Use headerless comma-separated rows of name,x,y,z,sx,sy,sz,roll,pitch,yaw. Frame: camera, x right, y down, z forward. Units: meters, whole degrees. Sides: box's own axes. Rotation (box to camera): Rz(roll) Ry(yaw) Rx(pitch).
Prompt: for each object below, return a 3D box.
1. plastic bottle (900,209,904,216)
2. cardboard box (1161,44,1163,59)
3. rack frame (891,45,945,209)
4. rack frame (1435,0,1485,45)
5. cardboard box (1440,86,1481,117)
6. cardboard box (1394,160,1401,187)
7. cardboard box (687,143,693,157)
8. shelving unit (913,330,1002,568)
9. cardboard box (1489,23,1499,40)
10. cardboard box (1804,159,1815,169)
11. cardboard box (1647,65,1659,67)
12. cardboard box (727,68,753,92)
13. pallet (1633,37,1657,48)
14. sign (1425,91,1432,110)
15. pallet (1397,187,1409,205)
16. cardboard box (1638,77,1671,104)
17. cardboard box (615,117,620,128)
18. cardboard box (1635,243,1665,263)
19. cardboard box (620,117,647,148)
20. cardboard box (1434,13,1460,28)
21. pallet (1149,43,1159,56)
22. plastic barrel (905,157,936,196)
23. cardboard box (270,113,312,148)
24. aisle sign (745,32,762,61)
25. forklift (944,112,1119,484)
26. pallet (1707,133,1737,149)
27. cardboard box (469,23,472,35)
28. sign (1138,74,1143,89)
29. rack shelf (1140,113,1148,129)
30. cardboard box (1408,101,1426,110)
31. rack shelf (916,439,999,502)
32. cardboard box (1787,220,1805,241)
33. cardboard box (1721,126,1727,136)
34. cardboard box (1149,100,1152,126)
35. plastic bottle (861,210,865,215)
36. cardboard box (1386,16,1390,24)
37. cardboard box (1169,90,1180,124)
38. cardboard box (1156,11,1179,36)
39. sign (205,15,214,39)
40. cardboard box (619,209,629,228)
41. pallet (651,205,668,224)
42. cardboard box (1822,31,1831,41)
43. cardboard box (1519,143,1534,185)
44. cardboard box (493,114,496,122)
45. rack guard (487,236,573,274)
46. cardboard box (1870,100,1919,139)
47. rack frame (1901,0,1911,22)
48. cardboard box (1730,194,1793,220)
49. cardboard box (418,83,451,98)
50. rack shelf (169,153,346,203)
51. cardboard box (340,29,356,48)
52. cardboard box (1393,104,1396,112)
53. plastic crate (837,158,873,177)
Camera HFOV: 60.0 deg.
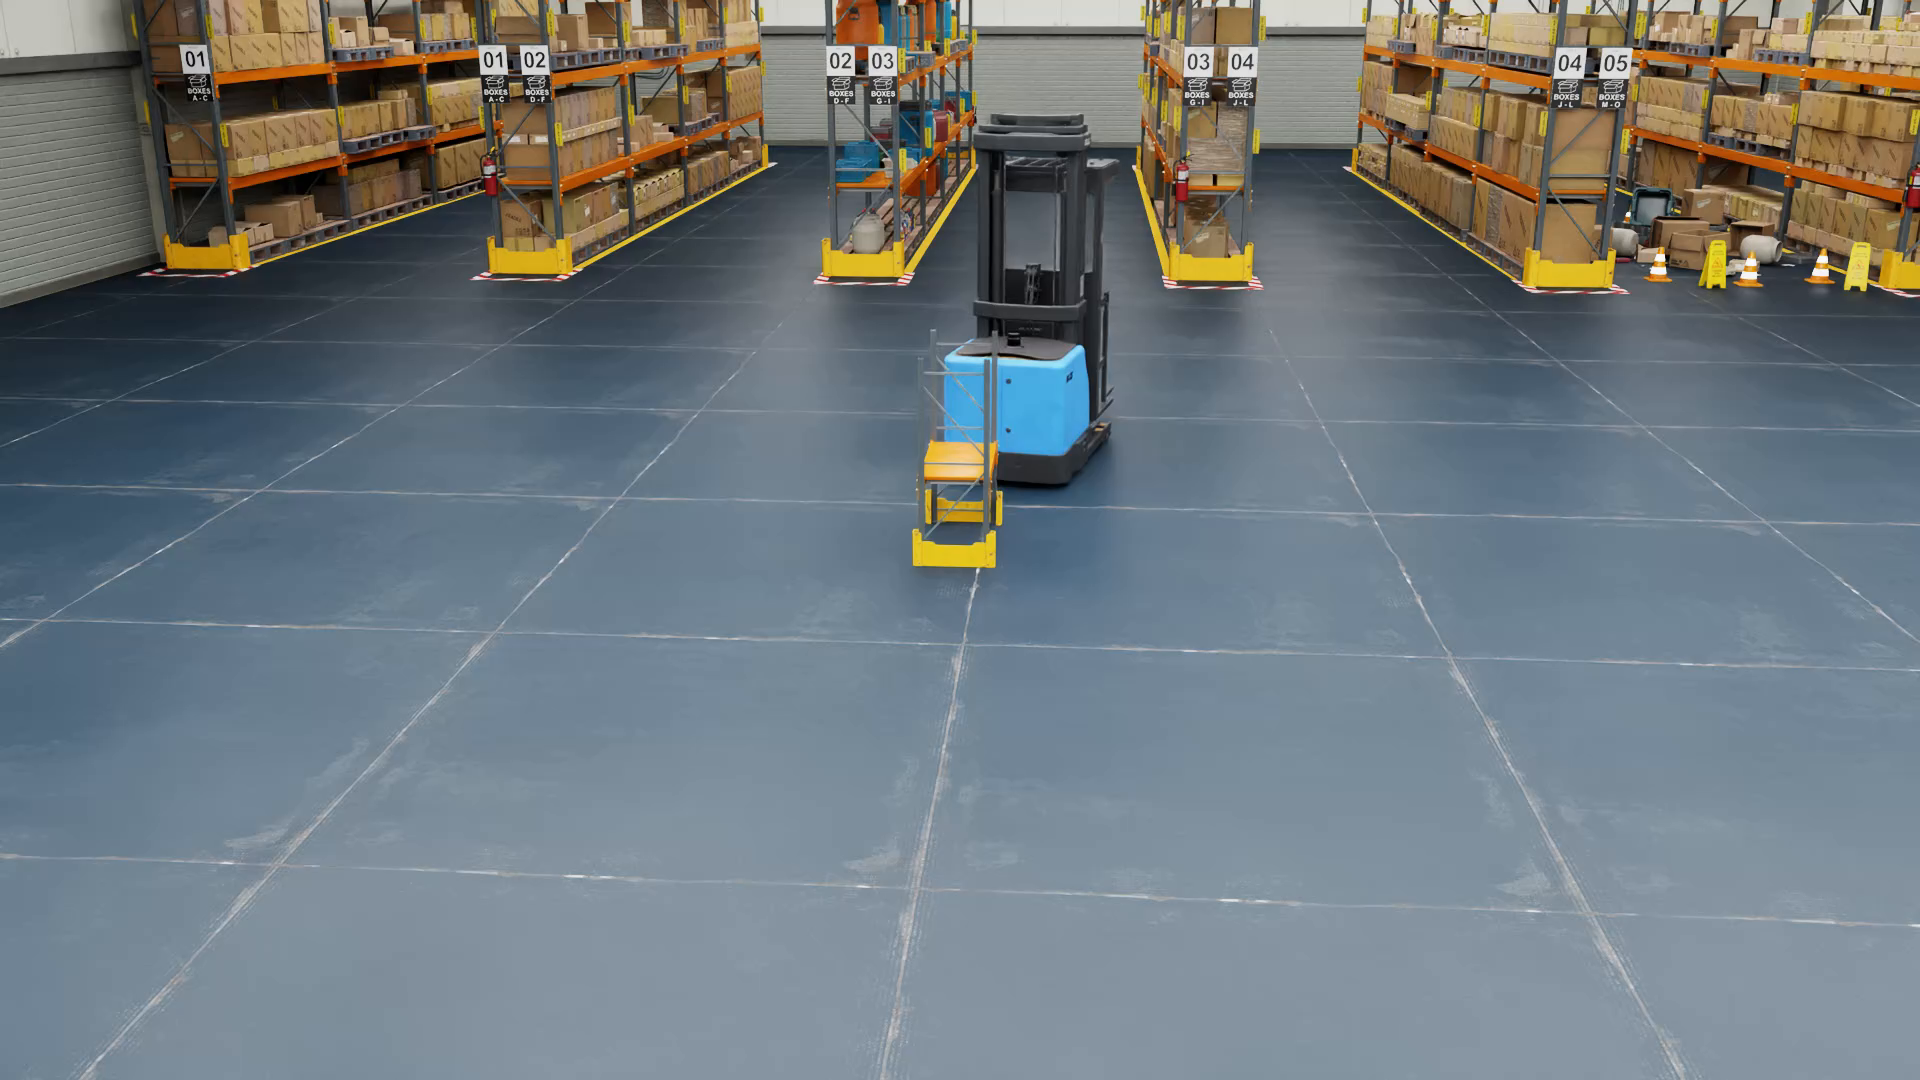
plastic bottle,-0.976,-5.253,27.186,0.144,0.351,0.185,1,18,4
cardboard box,3.829,-8.693,29.558,0.500,0.250,0.500,2,18,5
rack frame,-0.787,-7.749,31.254,1.000,3.000,0.127,1,18,4
rack frame,9.094,-10.347,29.549,1.000,3.000,0.127,1,18,4
cardboard box,9.051,-7.880,29.887,0.700,0.500,0.500,1,18,4
cardboard box,9.027,-7.362,33.414,0.500,0.500,0.500,2,18,6
cardboard box,-5.790,-8.025,34.200,0.500,0.250,0.500,1,18,4
shelving unit,-0.005,-0.689,12.117,0.587,1.500,1.083,1,18,4
cardboard box,8.492,-7.851,25.676,0.500,0.250,0.500,1,18,4
cardboard box,13.442,-5.885,25.969,0.380,0.149,0.250,2,18,6
cardboard box,14.648,-9.980,35.256,0.380,0.149,0.250,1,18,4
cardboard box,-4.979,-10.405,37.595,0.500,0.500,0.500,2,18,5
pallet,14.394,-10.296,34.354,1.003,0.211,1.213,1,18,4
sign,8.552,-8.018,30.343,0.100,0.325,0.005,1,18,4
pallet,9.241,-6.792,32.811,1.003,0.211,1.213,1,18,4
cardboard box,14.007,-9.052,33.464,0.500,0.500,0.500,1,18,5
cardboard box,-5.820,-6.885,27.415,0.380,0.149,0.250,1,18,4
cardboard box,10.521,-4.380,25.362,0.396,0.266,0.258,4,19,13
cardboard box,-5.869,-7.223,29.489,0.500,0.500,0.500,1,18,4
cardboard box,8.863,-9.464,30.282,0.396,0.266,0.258,1,18,4
pallet,4.147,-9.175,31.093,1.213,0.211,1.003,2,18,6
plastic barrel,-0.769,-7.069,31.991,0.600,0.830,0.708,1,18,4
cardboard box,-10.757,-6.557,26.622,0.500,0.500,0.500,1,18,2
aisle sign,-4.843,-11.595,38.817,0.394,0.787,0.004,1,18,4
forklift,0.755,-2.269,14.641,1.130,2.935,3.031,5,19,15
pallet,14.093,-7.102,29.588,1.213,0.211,1.003,1,18,4
cardboard box,-10.566,-11.031,35.860,0.500,0.250,0.500,1,18,4
sign,4.174,-10.586,38.395,0.100,0.325,0.005,1,18,4
rack shelf,4.584,-9.160,36.715,1.077,0.370,4.000,1,18,4
cardboard box,8.726,-8.264,31.599,0.380,0.149,0.250,2,18,6
rack shelf,-0.006,-0.515,12.165,0.538,0.185,1.000,1,18,4
cardboard box,13.440,-4.890,26.272,0.500,0.250,0.500,0,18,1
cardboard box,13.710,-7.229,29.398,0.380,0.149,0.250,0,18,0
cardboard box,4.158,-8.791,34.273,0.500,0.500,0.500,1,18,4
plastic bottle,-1.559,-5.157,26.891,0.144,0.351,0.185,1,18,2
cardboard box,9.197,-10.947,34.994,0.380,0.149,0.250,1,18,2
cardboard box,3.547,-6.770,26.024,0.500,0.500,0.500,1,18,4
cardboard box,4.436,-10.845,34.890,0.700,0.500,0.500,0,18,1
sign,-10.701,-7.314,23.706,0.100,0.325,0.005,1,18,4
cardboard box,-5.829,-5.362,27.712,0.500,0.250,0.500,1,18,4
pallet,-5.915,-5.903,30.098,1.003,0.211,1.213,1,18,4
cardboard box,13.414,-7.688,25.373,0.380,0.149,0.250,2,18,6
cardboard box,8.519,-5.370,23.754,0.875,0.550,0.550,1,18,4
cardboard box,-10.123,-8.991,35.416,0.380,0.149,0.250,1,18,4
rack guard,-6.302,-4.181,24.379,1.175,0.500,0.348,1,18,4
cardboard box,13.327,-5.917,23.419,0.700,0.500,0.500,1,18,4
rack frame,19.276,-11.401,32.764,1.000,3.000,0.127,1,18,4
cardboard box,13.883,-5.728,28.632,0.950,0.372,0.625,2,18,6
cardboard box,-10.341,-8.827,32.669,0.500,0.250,0.500,1,18,3
rack shelf,-11.098,-5.765,26.354,1.077,0.370,4.000,1,18,4
cardboard box,-10.792,-8.670,28.715,0.500,0.311,0.500,2,18,6
cardboard box,8.841,-8.606,33.122,0.380,0.149,0.250,1,18,2
plastic crate,-1.570,-5.557,24.804,0.499,0.251,0.408,1,18,4
